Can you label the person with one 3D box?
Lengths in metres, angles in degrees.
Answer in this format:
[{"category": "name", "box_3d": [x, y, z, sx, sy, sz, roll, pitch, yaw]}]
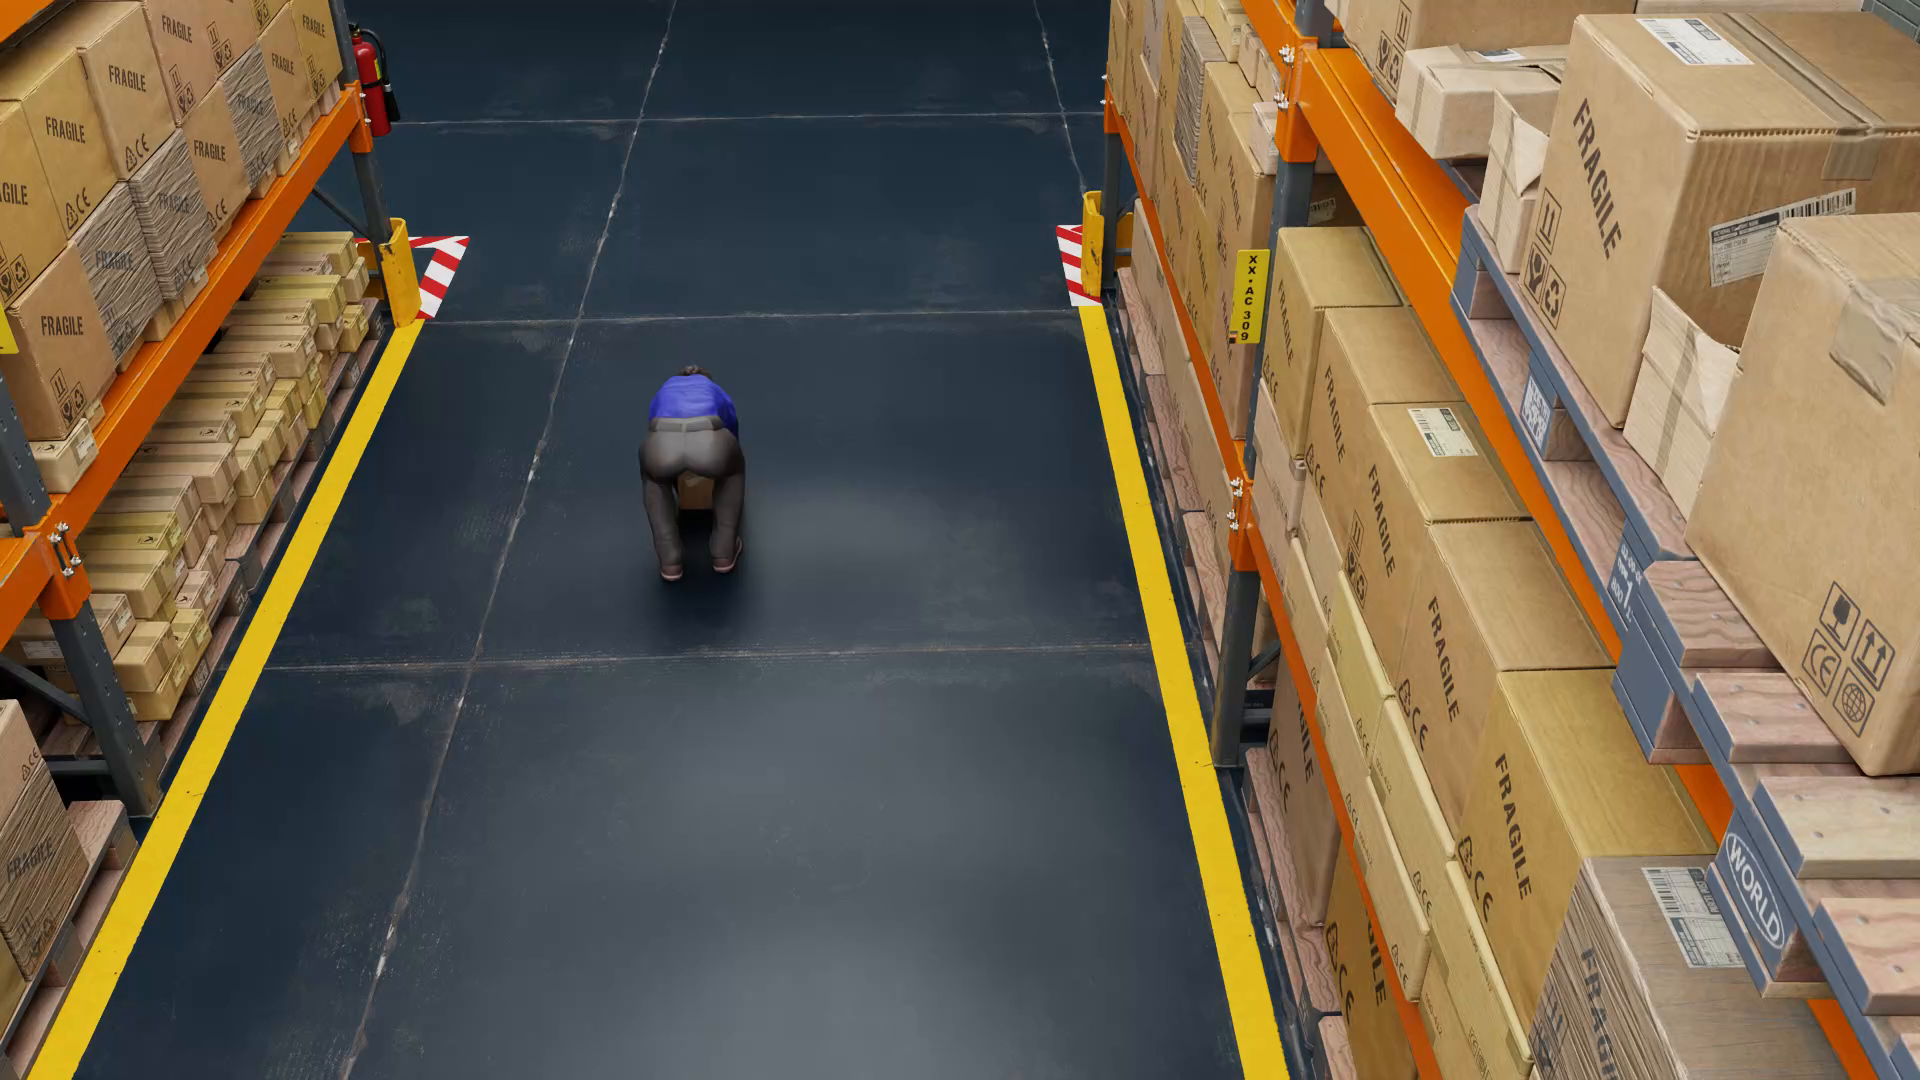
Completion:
[{"category": "person", "box_3d": [-1.174, -0.334, 7.306, 0.458, 0.864, 0.864, -3, 36, -4]}]
